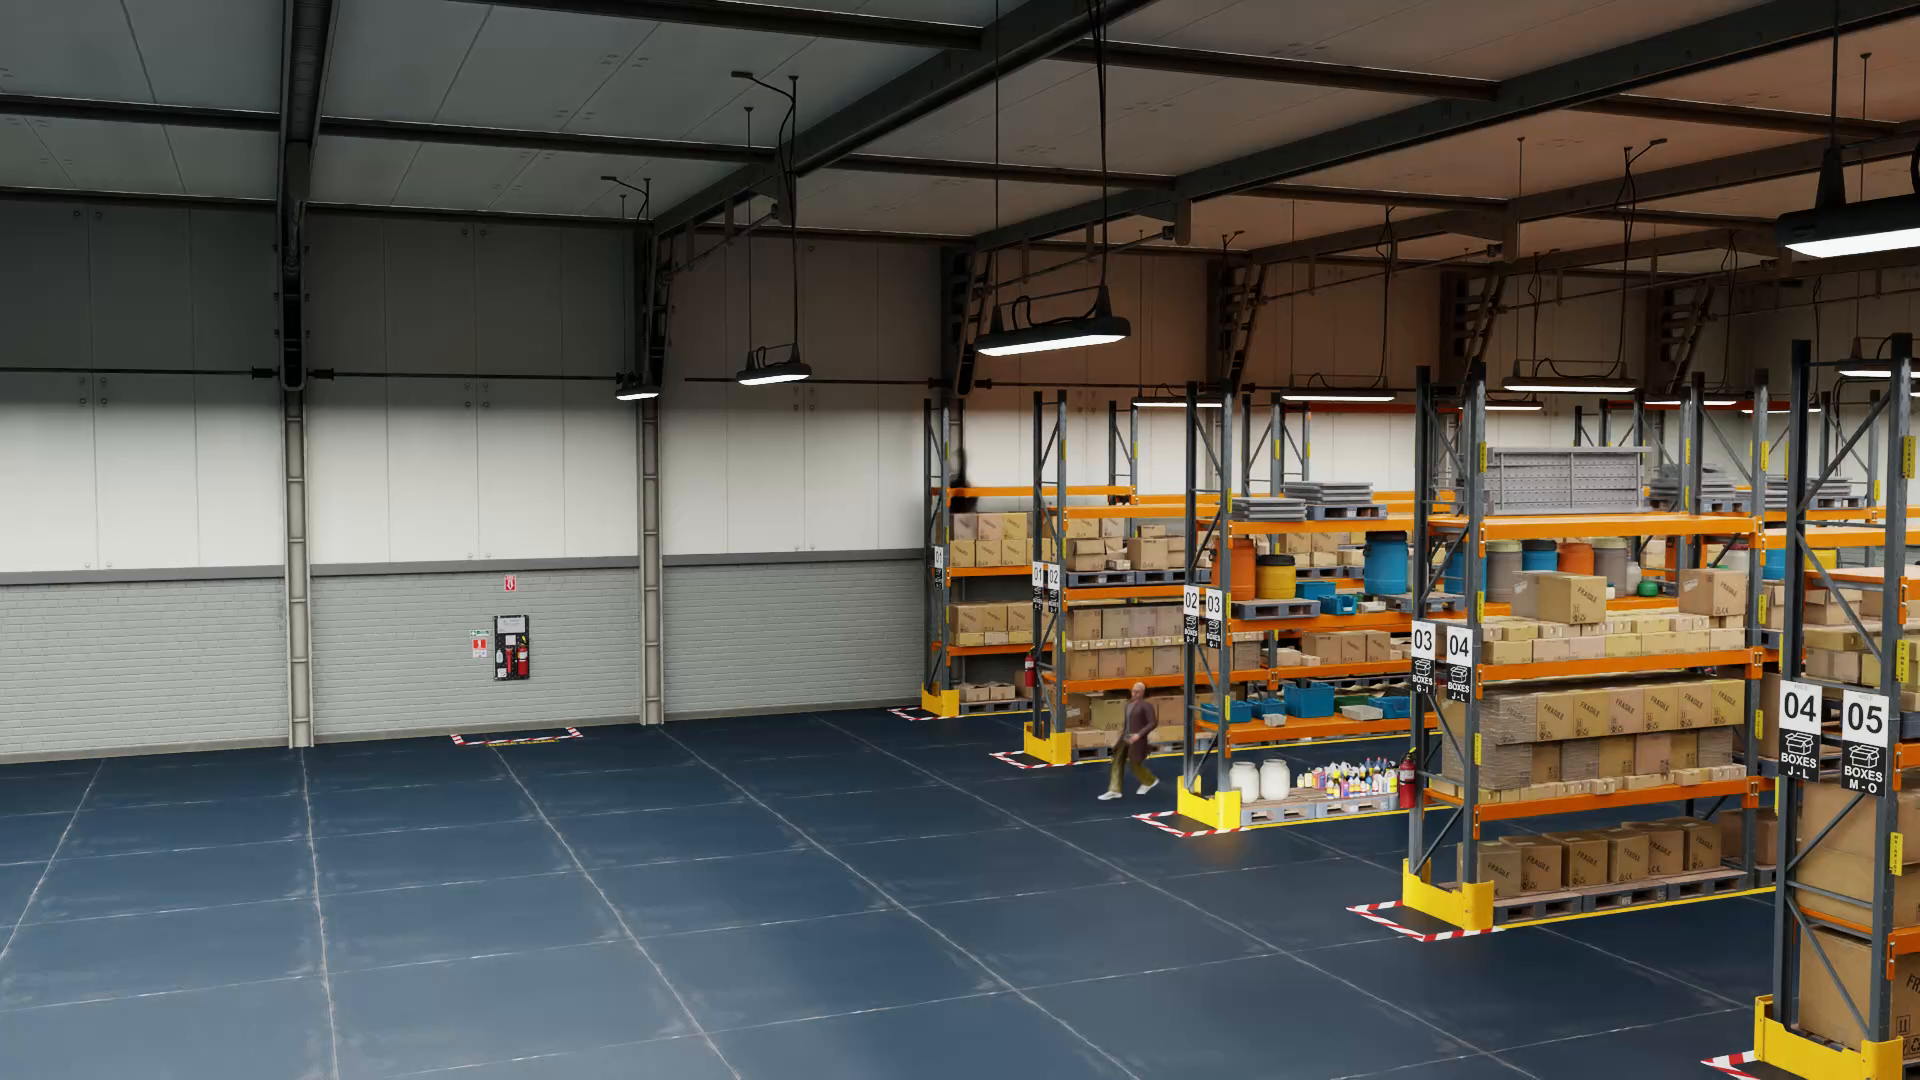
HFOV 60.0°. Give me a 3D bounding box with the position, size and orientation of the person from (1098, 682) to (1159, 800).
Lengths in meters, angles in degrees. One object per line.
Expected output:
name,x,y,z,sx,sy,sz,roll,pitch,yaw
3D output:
person,2.573,2.894,23.911,0.965,1.740,0.774,-2,4,-35
